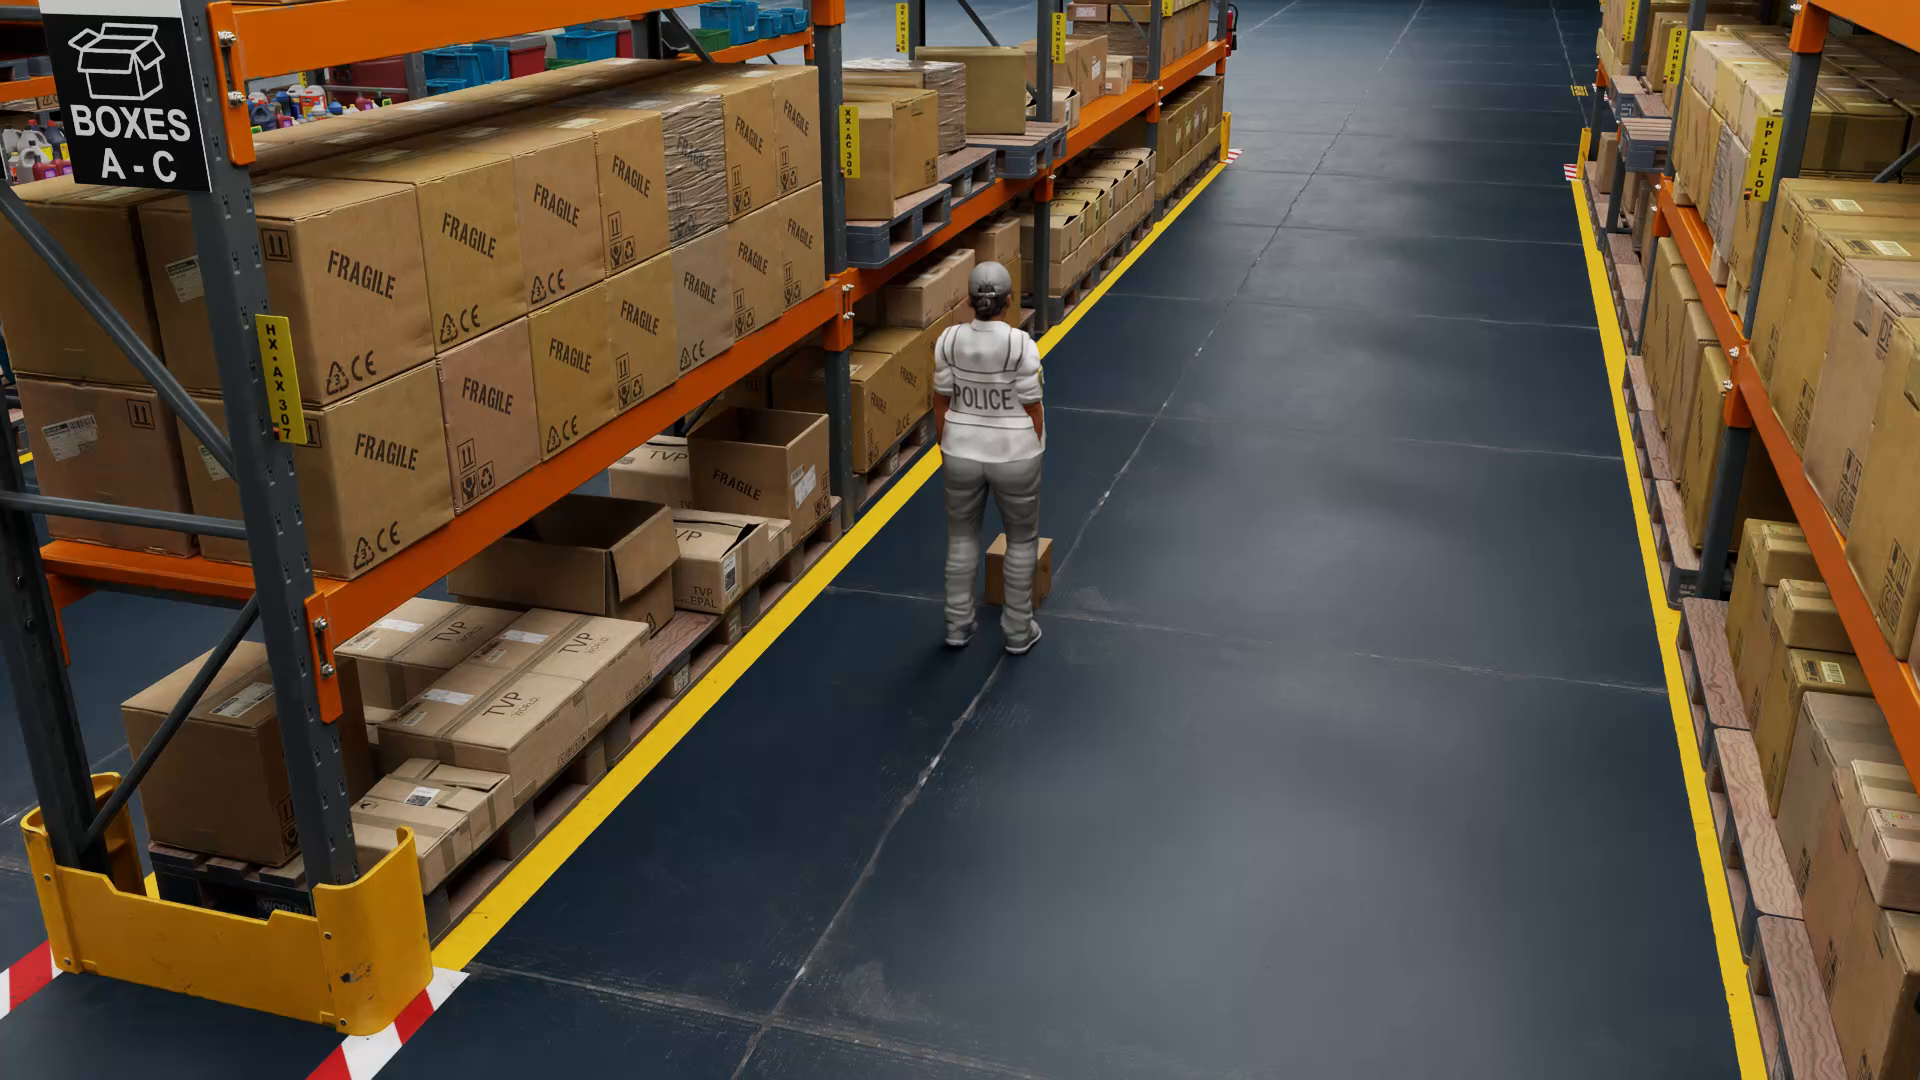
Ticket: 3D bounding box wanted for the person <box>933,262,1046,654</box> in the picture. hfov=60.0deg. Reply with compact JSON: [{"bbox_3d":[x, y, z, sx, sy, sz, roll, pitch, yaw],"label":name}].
[{"bbox_3d":[0.122,-0.331,6.935,0.469,1.674,0.390,7,23,16],"label":"person"}]
